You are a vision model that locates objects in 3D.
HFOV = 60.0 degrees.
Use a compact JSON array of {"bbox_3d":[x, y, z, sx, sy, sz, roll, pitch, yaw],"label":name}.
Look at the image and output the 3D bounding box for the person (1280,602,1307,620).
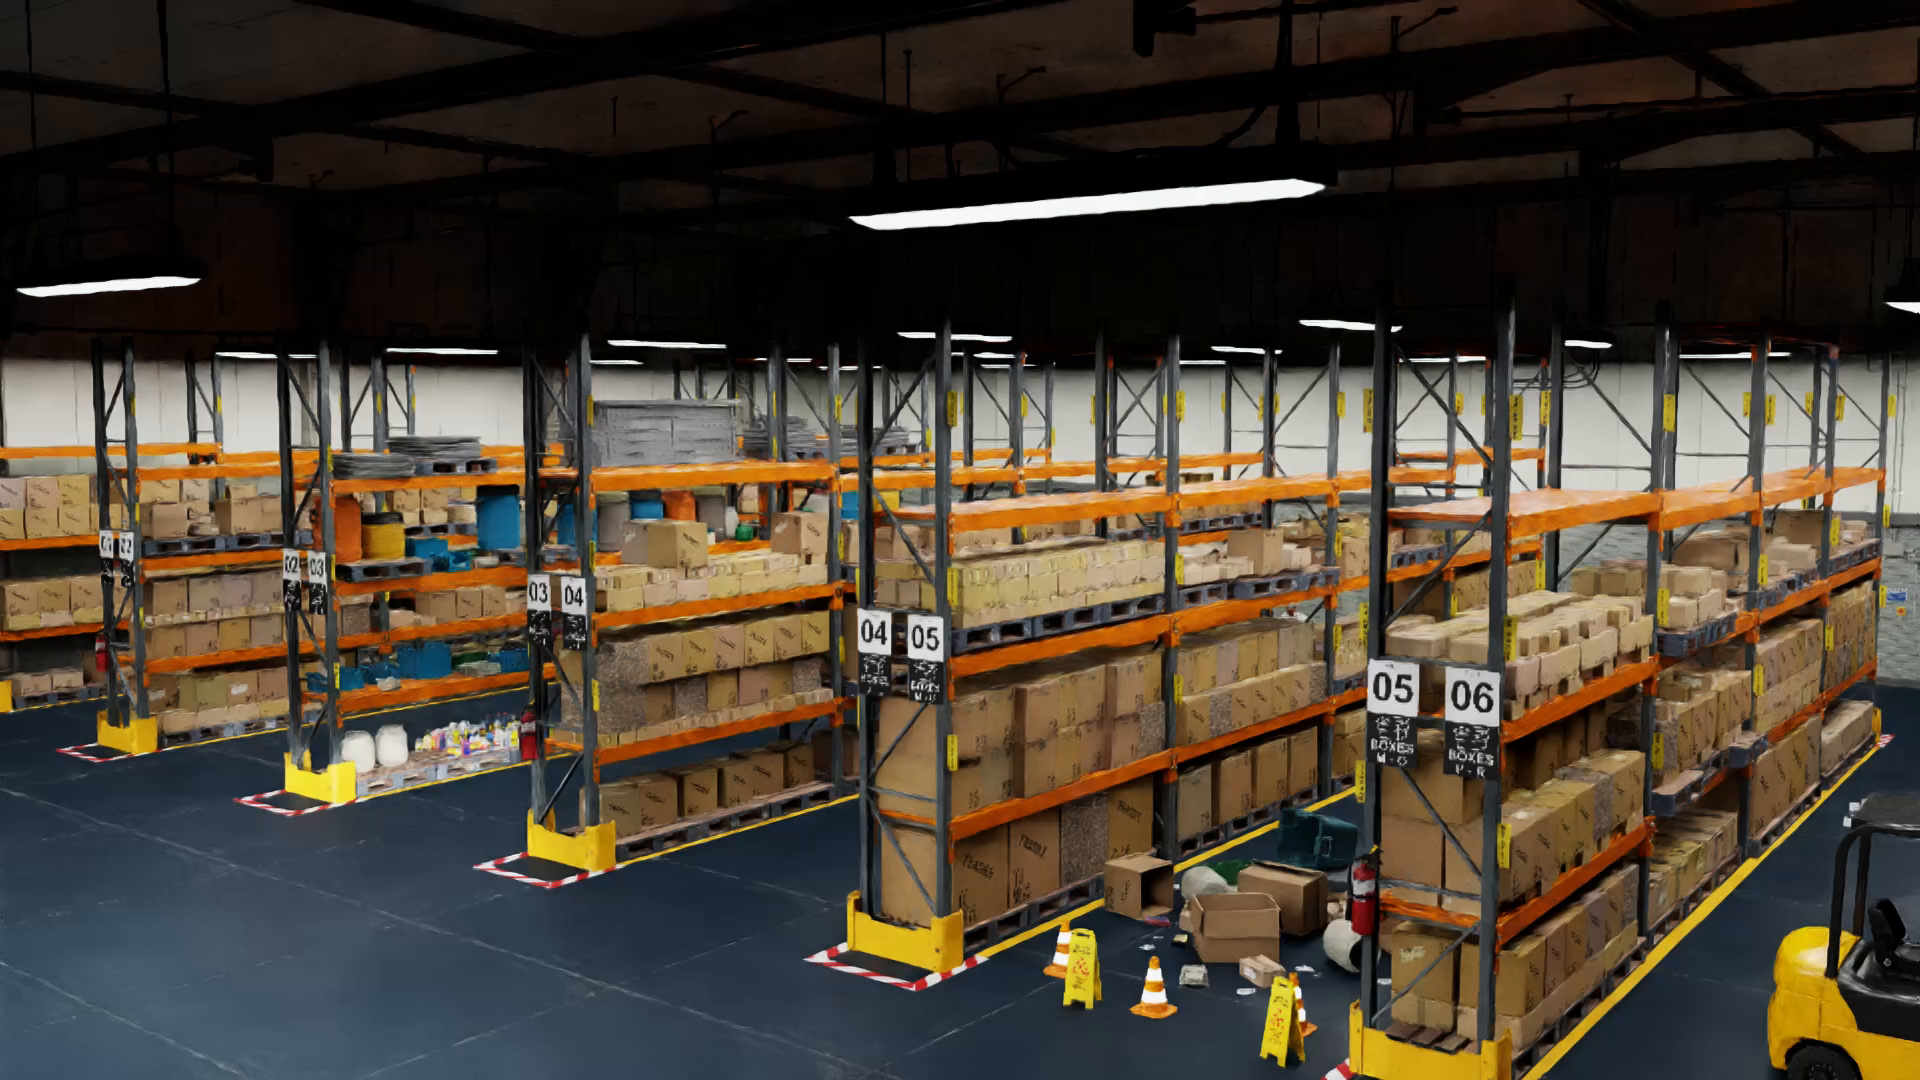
[{"bbox_3d":[5.837,1.834,29.159,0.625,1.611,0.582,4,6,35],"label":"person"}]
